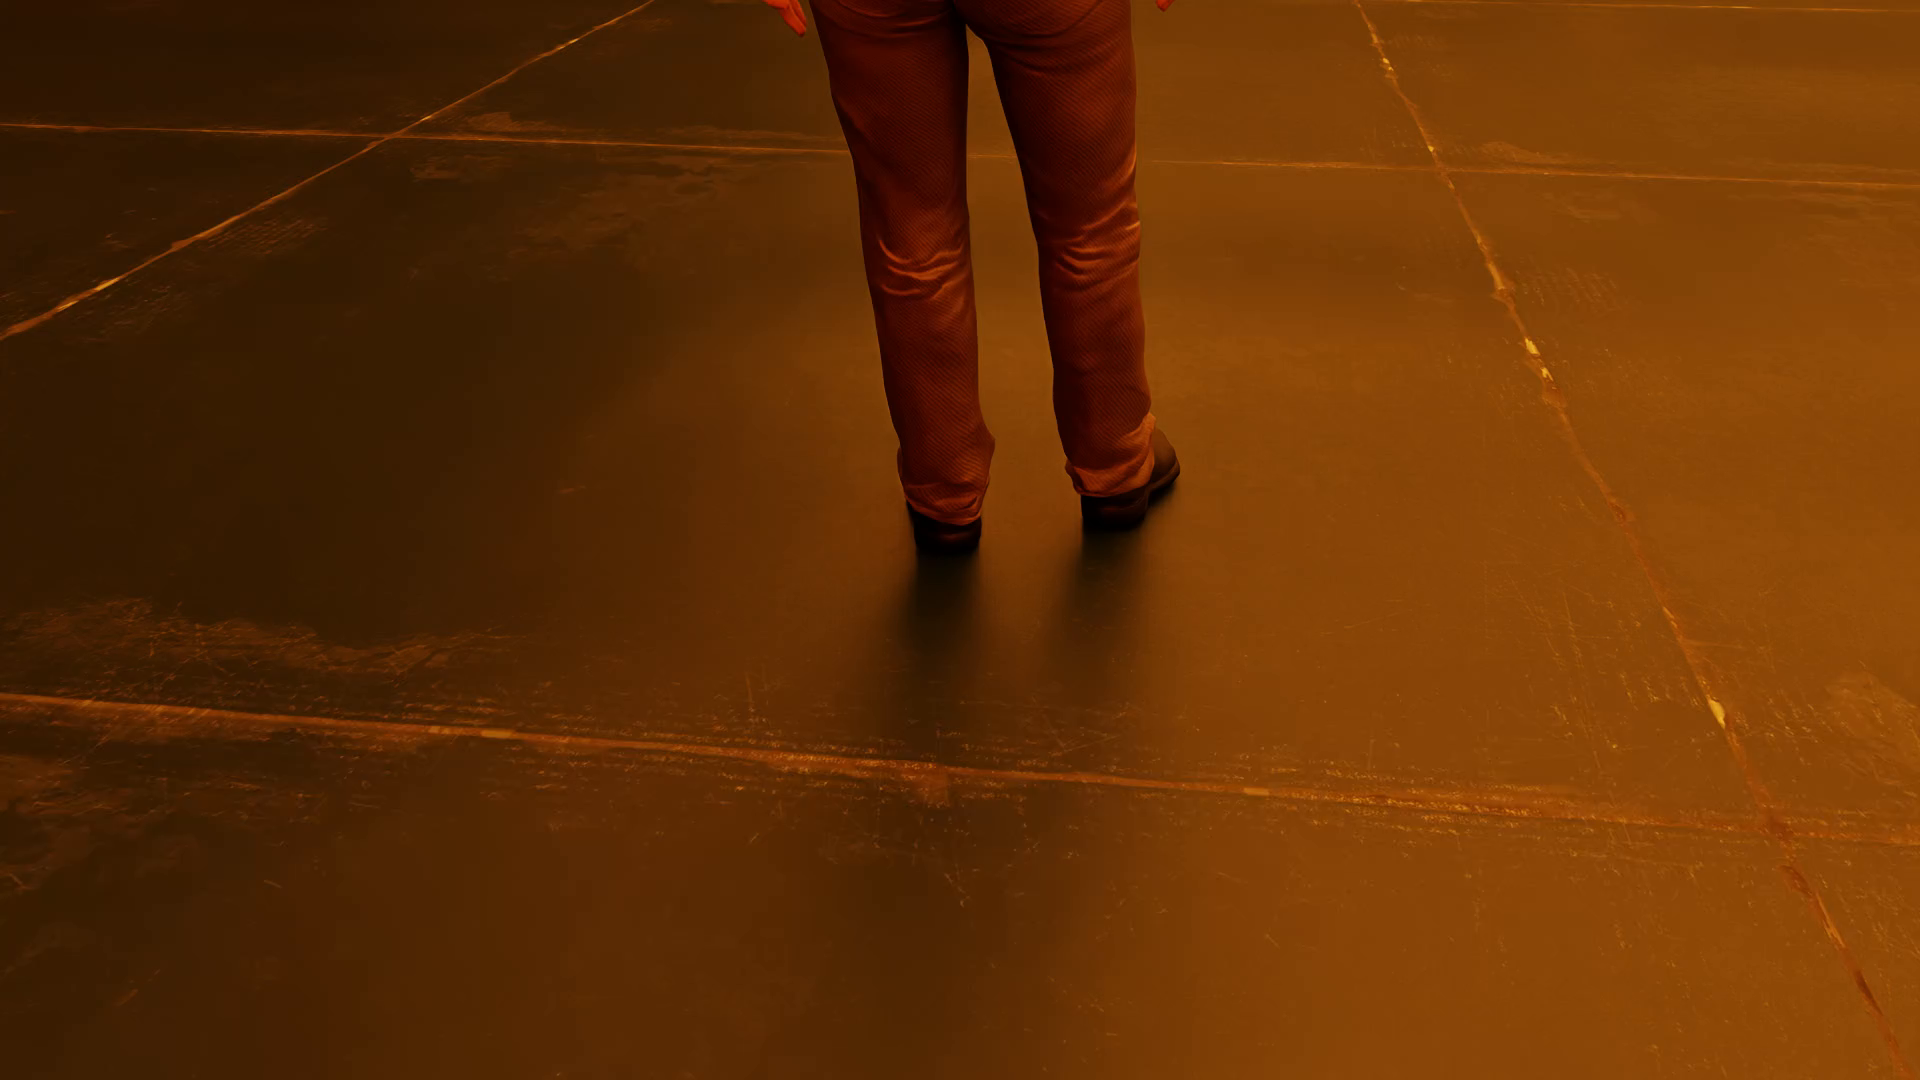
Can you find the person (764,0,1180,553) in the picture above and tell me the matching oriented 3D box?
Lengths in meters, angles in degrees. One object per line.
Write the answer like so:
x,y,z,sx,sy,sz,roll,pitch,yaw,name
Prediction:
0.015,-0.804,2.167,0.634,1.722,0.566,3,27,7,person
